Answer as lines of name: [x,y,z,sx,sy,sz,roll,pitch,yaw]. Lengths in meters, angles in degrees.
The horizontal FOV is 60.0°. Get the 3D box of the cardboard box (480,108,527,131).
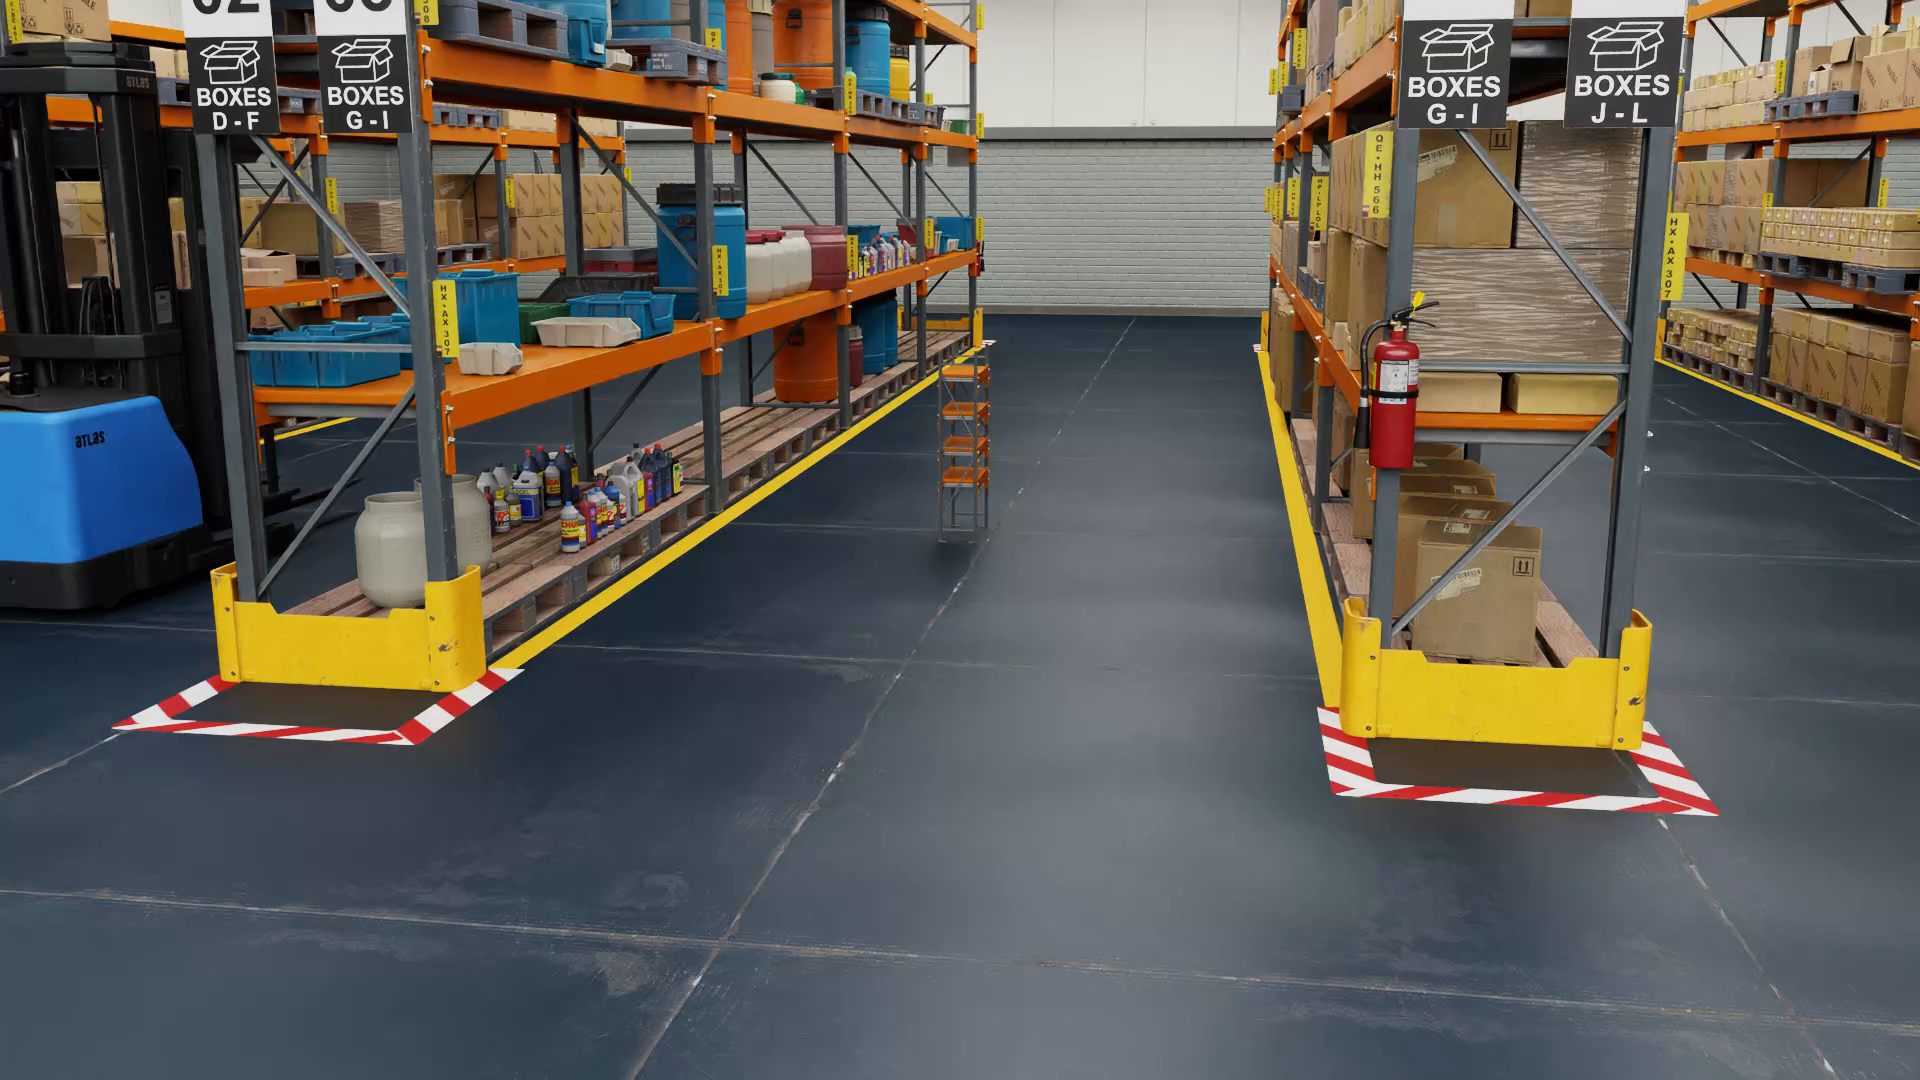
cardboard box: [-5.466,-4.973,19.686,0.500,0.250,0.500,2,12,9]

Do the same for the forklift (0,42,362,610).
forklift: [-4.713,-1.336,9.734,1.130,2.935,3.031,2,12,11]

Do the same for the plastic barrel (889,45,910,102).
plastic barrel: [-0.831,-4.893,17.513,0.600,0.588,0.600,0,12,0]

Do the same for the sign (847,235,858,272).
sign: [-0.962,-2.556,14.848,0.100,0.325,0.005,2,12,9]

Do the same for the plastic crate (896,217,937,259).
plastic crate: [-0.506,-3.564,19.617,0.402,0.464,0.583,2,12,9]

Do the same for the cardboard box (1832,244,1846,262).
cardboard box: [8.056,-2.564,14.870,0.380,0.149,0.250,1,12,6]

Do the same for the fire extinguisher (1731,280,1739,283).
fire extinguisher: [9.998,-3.634,21.302,0.296,0.674,0.183,2,12,9]

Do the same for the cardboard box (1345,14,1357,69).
cardboard box: [2.287,-2.594,8.647,0.500,0.250,0.500,1,12,6]

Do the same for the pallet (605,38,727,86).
pallet: [-2.136,-2.881,10.070,1.213,0.211,1.003,2,12,9]

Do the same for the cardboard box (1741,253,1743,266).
cardboard box: [8.840,-3.090,18.308,0.380,0.149,0.250,2,12,7]

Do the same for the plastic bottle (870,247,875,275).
plastic bottle: [-0.898,-2.773,16.548,0.097,0.271,0.097,0,12,0]

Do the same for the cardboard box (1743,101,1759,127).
cardboard box: [8.785,-4.591,17.912,0.500,0.250,0.500,2,12,8]

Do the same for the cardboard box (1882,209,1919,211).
cardboard box: [8.818,-2.996,15.461,0.380,0.149,0.250,1,12,6]

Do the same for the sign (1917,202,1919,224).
sign: [7.735,-2.694,13.312,0.100,0.325,0.005,2,12,9]

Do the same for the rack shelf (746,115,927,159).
rack shelf: [-1.199,-4.024,16.633,1.077,0.370,4.000,2,12,9]

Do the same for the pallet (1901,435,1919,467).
pallet: [8.077,-0.626,12.897,1.003,0.211,1.213,2,12,9]

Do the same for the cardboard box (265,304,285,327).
cardboard box: [-10.074,-3.314,23.686,0.700,0.500,0.500,2,12,9]

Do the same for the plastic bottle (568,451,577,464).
plastic bottle: [-2.521,-0.424,10.744,0.061,0.283,0.133,2,12,9]

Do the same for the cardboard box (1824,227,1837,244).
cardboard box: [8.095,-2.765,15.096,0.380,0.149,0.250,2,12,10]

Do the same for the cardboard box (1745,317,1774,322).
cardboard box: [9.424,-2.531,19.475,0.380,0.149,0.250,1,12,7]

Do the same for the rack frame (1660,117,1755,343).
rack frame: [9.503,-3.816,21.081,1.000,3.000,0.127,2,12,9]

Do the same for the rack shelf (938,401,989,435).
rack shelf: [0.025,-0.774,10.494,0.258,0.148,0.480,2,12,9]

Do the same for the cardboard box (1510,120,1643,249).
cardboard box: [2.511,-1.456,6.812,0.500,0.500,0.500,2,12,9]

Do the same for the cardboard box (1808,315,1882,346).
cardboard box: [8.351,-1.971,15.676,0.500,0.250,0.500,2,12,11]

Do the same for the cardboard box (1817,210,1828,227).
cardboard box: [8.137,-2.964,15.315,0.380,0.149,0.250,2,12,10]

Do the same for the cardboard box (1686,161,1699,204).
cardboard box: [9.101,-4.309,20.052,0.500,0.500,0.500,2,12,10]

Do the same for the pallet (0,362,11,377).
pallet: [-10.910,-1.866,18.650,1.003,0.211,1.213,2,12,9]

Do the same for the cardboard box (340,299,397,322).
cardboard box: [-6.331,-2.441,17.810,0.500,0.250,0.500,2,12,8]

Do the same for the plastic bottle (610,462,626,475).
plastic bottle: [-2.116,-0.360,10.465,0.152,0.276,0.135,2,12,9]

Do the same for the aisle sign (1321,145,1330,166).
aisle sign: [4.926,-5.274,21.675,0.394,0.787,0.004,2,12,9]

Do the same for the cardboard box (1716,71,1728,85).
cardboard box: [8.950,-5.322,19.173,0.380,0.149,0.250,2,12,10]

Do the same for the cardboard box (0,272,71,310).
cardboard box: [-6.983,-1.852,12.324,0.500,0.250,0.500,3,12,12]

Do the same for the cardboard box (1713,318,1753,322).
cardboard box: [8.960,-2.491,19.288,0.380,0.149,0.250,2,12,9]

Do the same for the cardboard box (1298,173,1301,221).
cardboard box: [3.913,-3.571,17.326,0.797,0.503,0.637,2,12,7]

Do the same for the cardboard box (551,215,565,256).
cardboard box: [-5.283,-3.844,20.972,0.500,0.500,0.500,2,12,8]

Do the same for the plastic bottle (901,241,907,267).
plastic bottle: [-0.623,-3.127,18.158,0.061,0.283,0.133,2,12,9]

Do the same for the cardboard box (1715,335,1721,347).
cardboard box: [8.892,-2.287,19.051,0.380,0.149,0.250,1,12,6]

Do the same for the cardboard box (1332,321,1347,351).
cardboard box: [2.272,-1.134,9.234,0.380,0.149,0.250,2,12,9]

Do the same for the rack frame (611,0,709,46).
rack frame: [-2.122,-4.593,10.446,1.000,3.000,0.127,2,12,9]

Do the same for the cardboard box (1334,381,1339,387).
cardboard box: [3.151,-0.951,12.677,0.700,0.500,0.500,3,13,13]

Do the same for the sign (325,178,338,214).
sign: [-5.851,-3.203,15.487,0.100,0.325,0.005,2,12,9]

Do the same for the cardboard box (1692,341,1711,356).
cardboard box: [8.899,-2.265,19.654,0.380,0.149,0.250,1,12,6]

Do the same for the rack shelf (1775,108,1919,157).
rack shelf: [8.581,-3.682,15.045,1.077,0.370,4.000,2,12,9]

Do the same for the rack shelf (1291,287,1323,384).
rack shelf: [3.080,-1.565,12.341,1.077,0.370,4.000,2,12,9]

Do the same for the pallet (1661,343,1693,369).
pallet: [9.332,-2.269,20.522,1.003,0.211,1.213,2,12,9]

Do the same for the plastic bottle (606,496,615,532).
plastic bottle: [-2.067,-0.155,9.690,0.097,0.201,0.097,0,12,0]

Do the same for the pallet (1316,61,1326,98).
pallet: [3.129,-3.215,11.619,1.213,0.211,1.003,2,12,9]

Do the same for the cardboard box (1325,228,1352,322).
cardboard box: [2.530,-1.500,9.388,0.875,0.500,0.500,2,12,9]

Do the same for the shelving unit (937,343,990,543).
shelving unit: [0.025,-0.621,10.527,0.258,1.200,0.503,2,12,9]

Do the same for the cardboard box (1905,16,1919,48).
cardboard box: [8.143,-4.240,13.874,0.396,0.266,0.258,2,12,9]

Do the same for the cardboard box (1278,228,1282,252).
cardboard box: [3.811,-3.338,18.511,0.500,0.250,0.500,2,12,8]

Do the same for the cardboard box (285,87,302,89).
cardboard box: [-6.366,-4.261,15.790,0.910,0.500,0.500,2,12,9]

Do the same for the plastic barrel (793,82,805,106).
plastic barrel: [-1.494,-3.830,14.396,0.294,0.245,0.294,0,12,0]

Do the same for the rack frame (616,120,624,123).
rack frame: [-5.170,-7.252,22.785,1.000,3.000,0.127,2,12,9]
